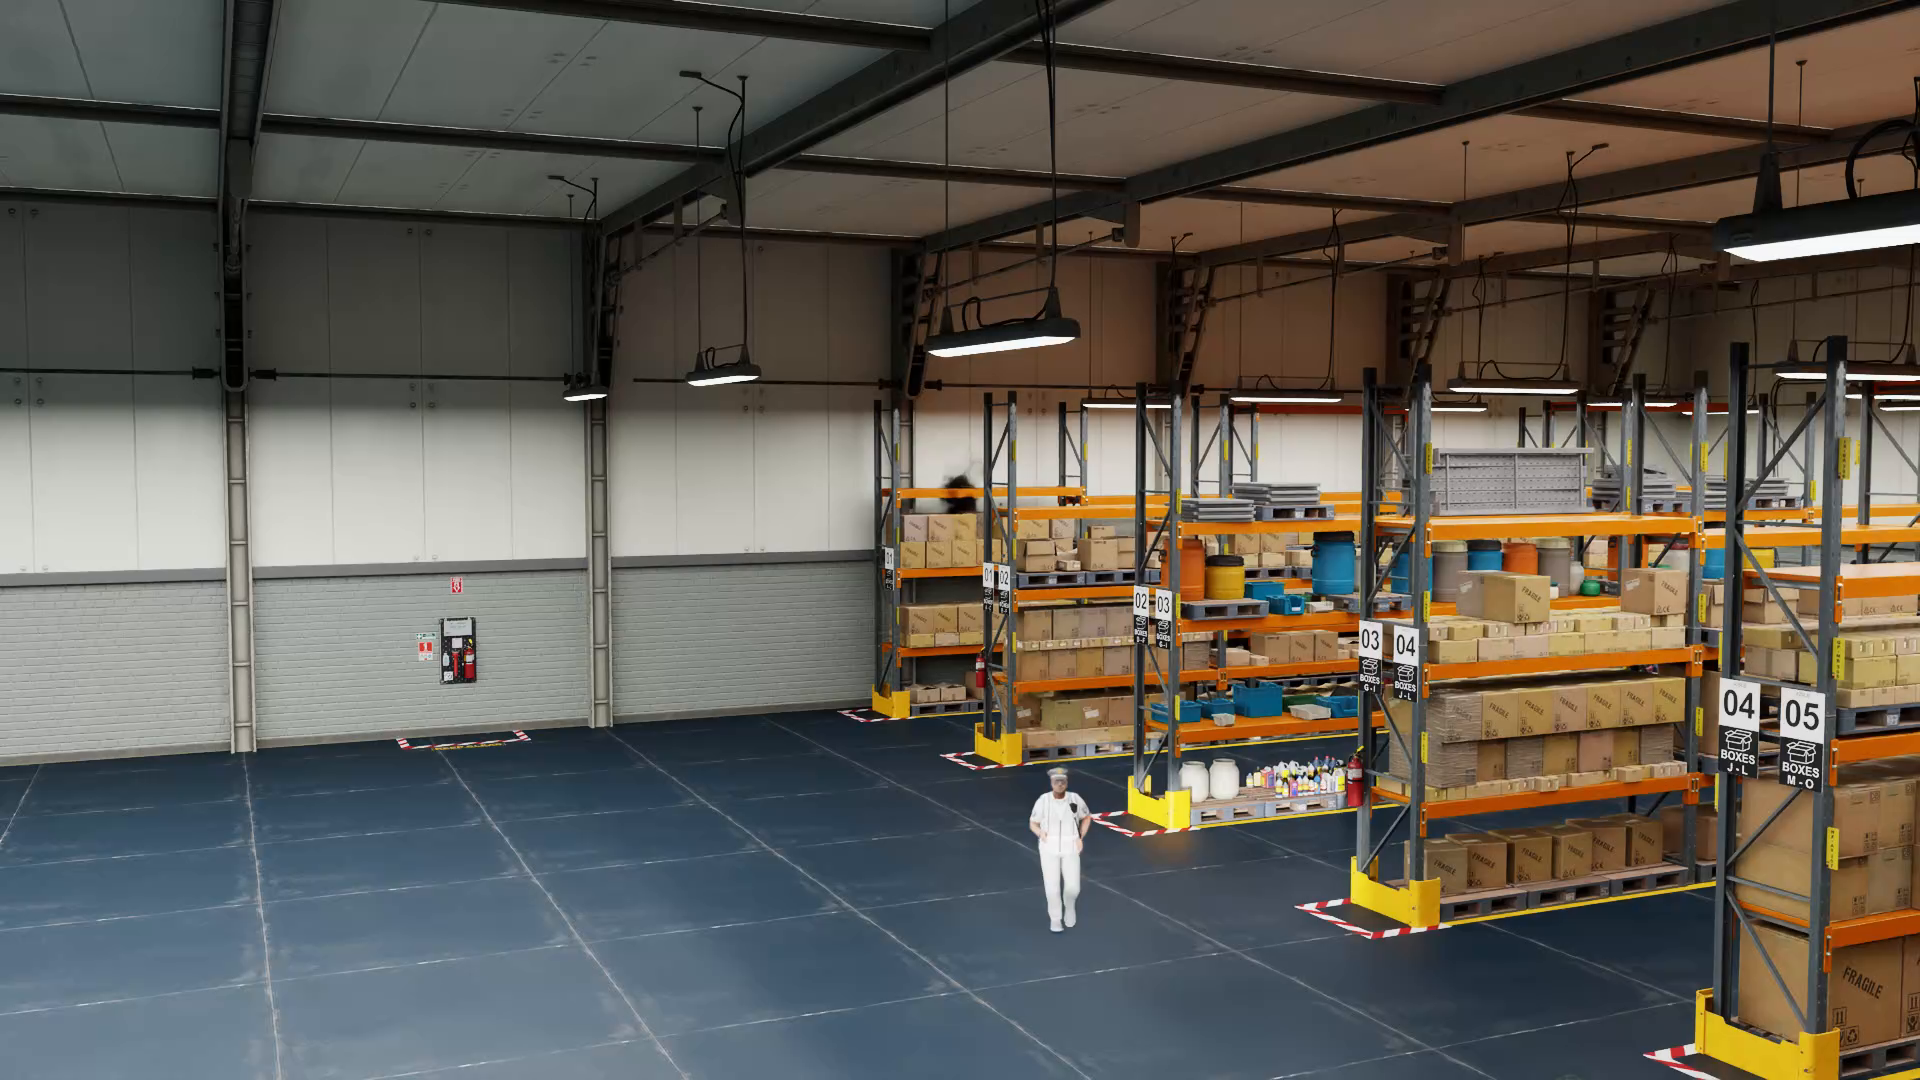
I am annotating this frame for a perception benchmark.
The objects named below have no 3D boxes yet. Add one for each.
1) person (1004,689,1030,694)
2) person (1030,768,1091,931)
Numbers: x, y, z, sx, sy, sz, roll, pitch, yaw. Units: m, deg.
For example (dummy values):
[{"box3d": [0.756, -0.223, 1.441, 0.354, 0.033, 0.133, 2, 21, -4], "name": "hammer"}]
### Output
[{"box3d": [1.046, 2.576, 29.163, 0.744, 1.827, 0.645, -2, 4, -31], "name": "person"}, {"box3d": [1.061, 3.266, 17.514, 0.652, 1.737, 0.602, 0, 3, 1], "name": "person"}]
